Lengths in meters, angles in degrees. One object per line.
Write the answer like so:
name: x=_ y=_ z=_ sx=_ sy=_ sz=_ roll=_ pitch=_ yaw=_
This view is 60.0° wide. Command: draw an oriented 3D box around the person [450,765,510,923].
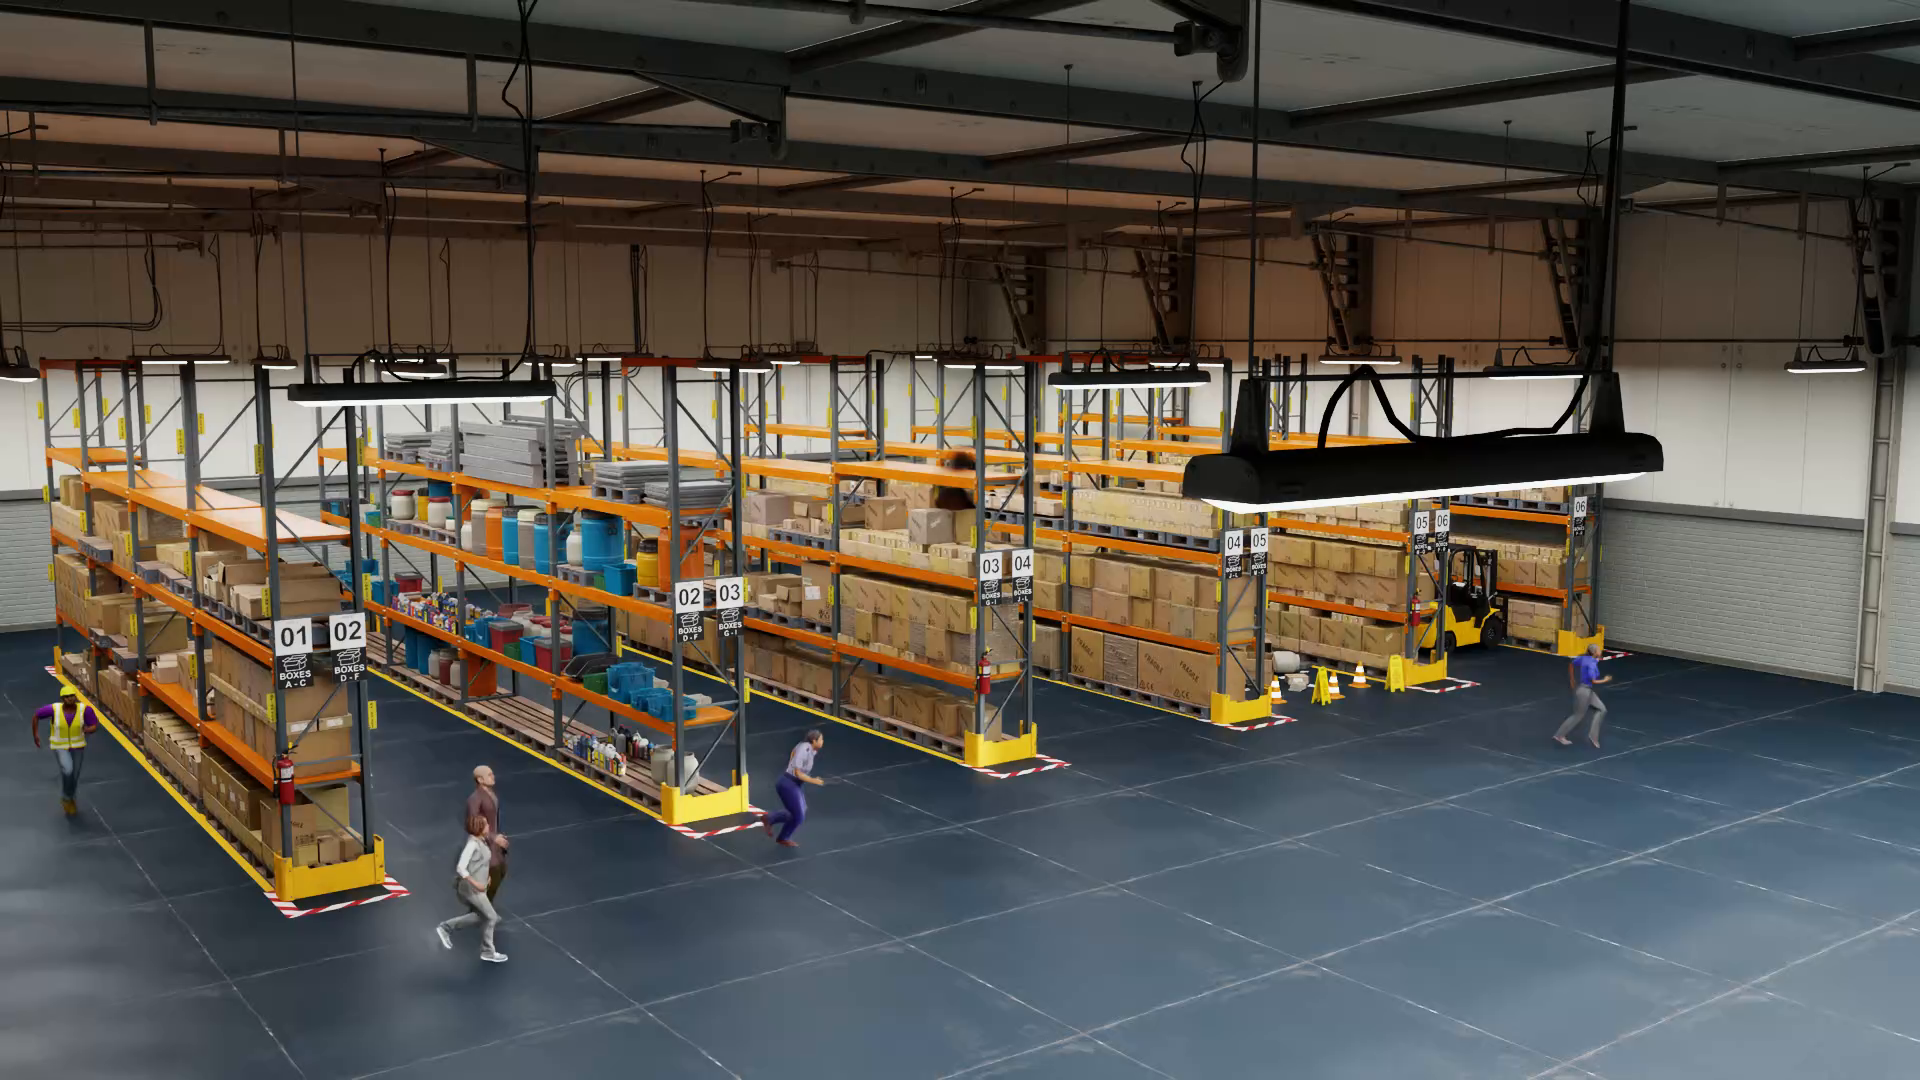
person: x=-5.231 y=3.307 z=18.144 sx=0.706 sy=1.750 sz=0.732 roll=0 pitch=7 yaw=-1

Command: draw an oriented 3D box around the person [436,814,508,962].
person: x=-4.979 y=3.553 z=16.863 sx=0.695 sy=1.576 sz=0.559 roll=-1 pitch=7 yaw=-8

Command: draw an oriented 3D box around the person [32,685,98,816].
person: x=-11.929 y=2.797 z=22.235 sx=0.733 sy=1.755 sz=0.812 roll=-6 pitch=9 yaw=-40

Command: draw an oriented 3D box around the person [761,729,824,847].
person: x=-2.105 y=3.123 z=20.924 sx=0.816 sy=1.477 sz=0.624 roll=0 pitch=7 yaw=0

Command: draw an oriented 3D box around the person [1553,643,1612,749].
person: x=9.682 y=2.473 z=25.849 sx=0.829 sy=1.586 sz=0.599 roll=1 pitch=7 yaw=11
